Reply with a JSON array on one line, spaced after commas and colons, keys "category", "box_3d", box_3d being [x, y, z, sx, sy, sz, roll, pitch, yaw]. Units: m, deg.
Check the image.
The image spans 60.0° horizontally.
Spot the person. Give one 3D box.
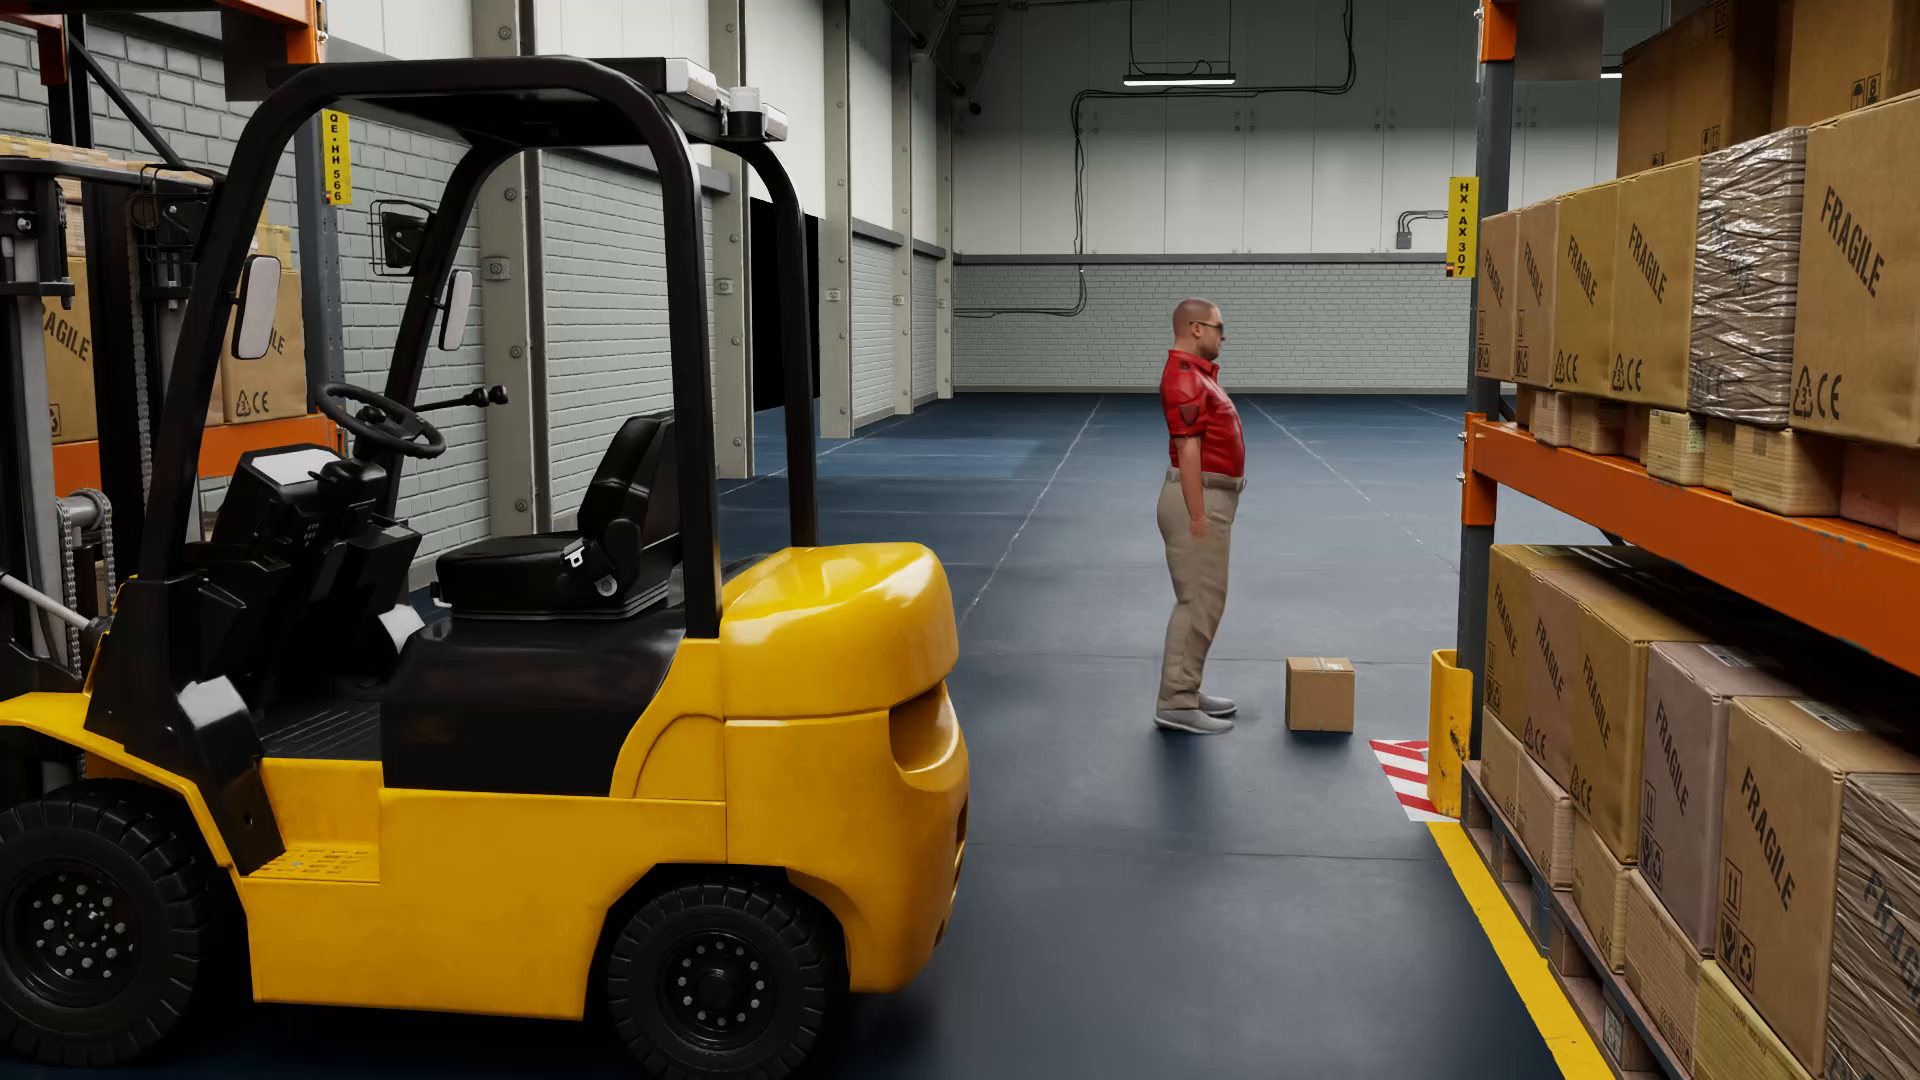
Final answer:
[{"category": "person", "box_3d": [0.979, -0.103, 6.739, 0.360, 1.740, 0.528, 1, 8, 8]}]
